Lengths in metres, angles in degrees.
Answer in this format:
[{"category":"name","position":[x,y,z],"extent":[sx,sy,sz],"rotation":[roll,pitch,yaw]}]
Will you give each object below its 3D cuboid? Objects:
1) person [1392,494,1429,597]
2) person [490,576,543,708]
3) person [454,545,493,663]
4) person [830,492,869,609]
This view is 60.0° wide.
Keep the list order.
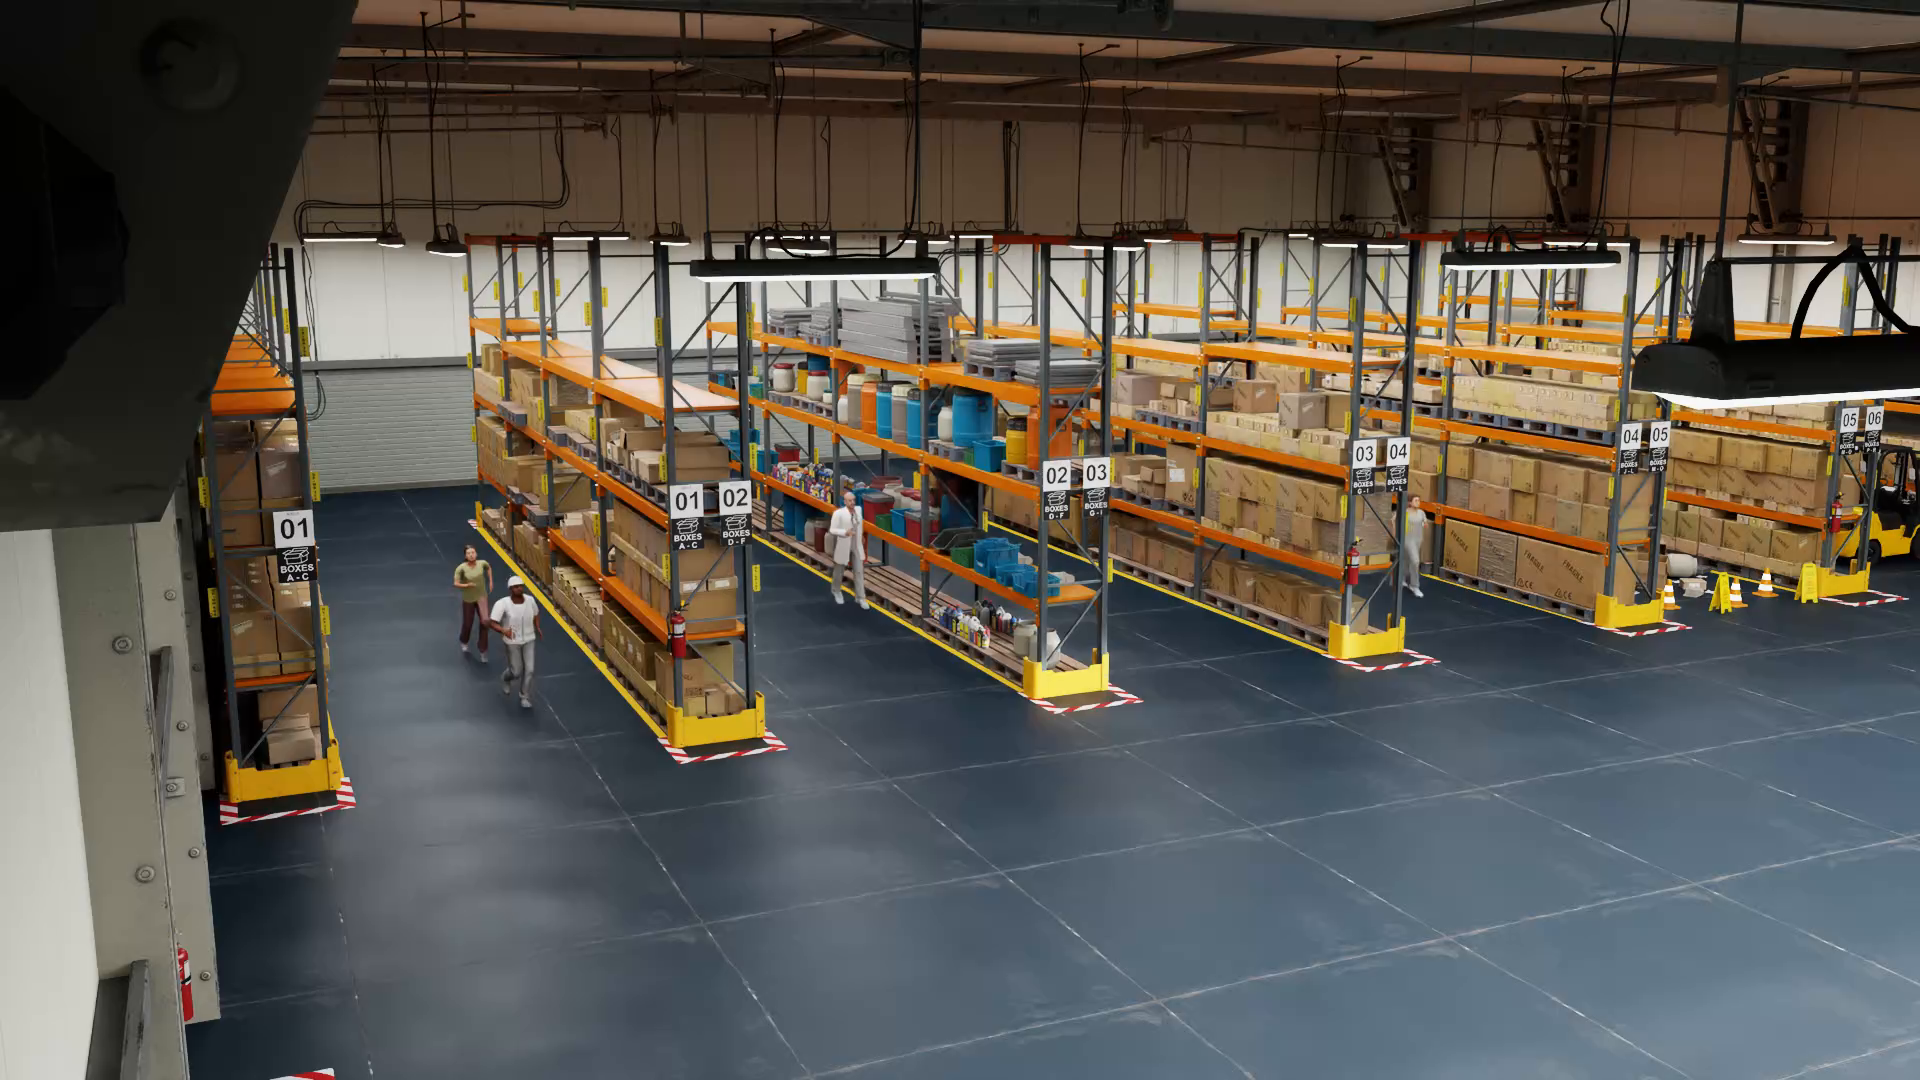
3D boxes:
[{"category":"person","position":[7.704,0.054,28.386],"extent":[0.543,1.710,0.840],"rotation":[-6,12,-27]},{"category":"person","position":[-5.806,1.311,21.825],"extent":[0.704,1.725,0.668],"rotation":[-8,14,-37]},{"category":"person","position":[-7.063,0.892,24.162],"extent":[0.581,1.709,0.871],"rotation":[-5,12,-25]},{"category":"person","position":[-1.750,0.145,26.145],"extent":[0.673,1.824,0.972],"rotation":[-6,13,-29]}]
